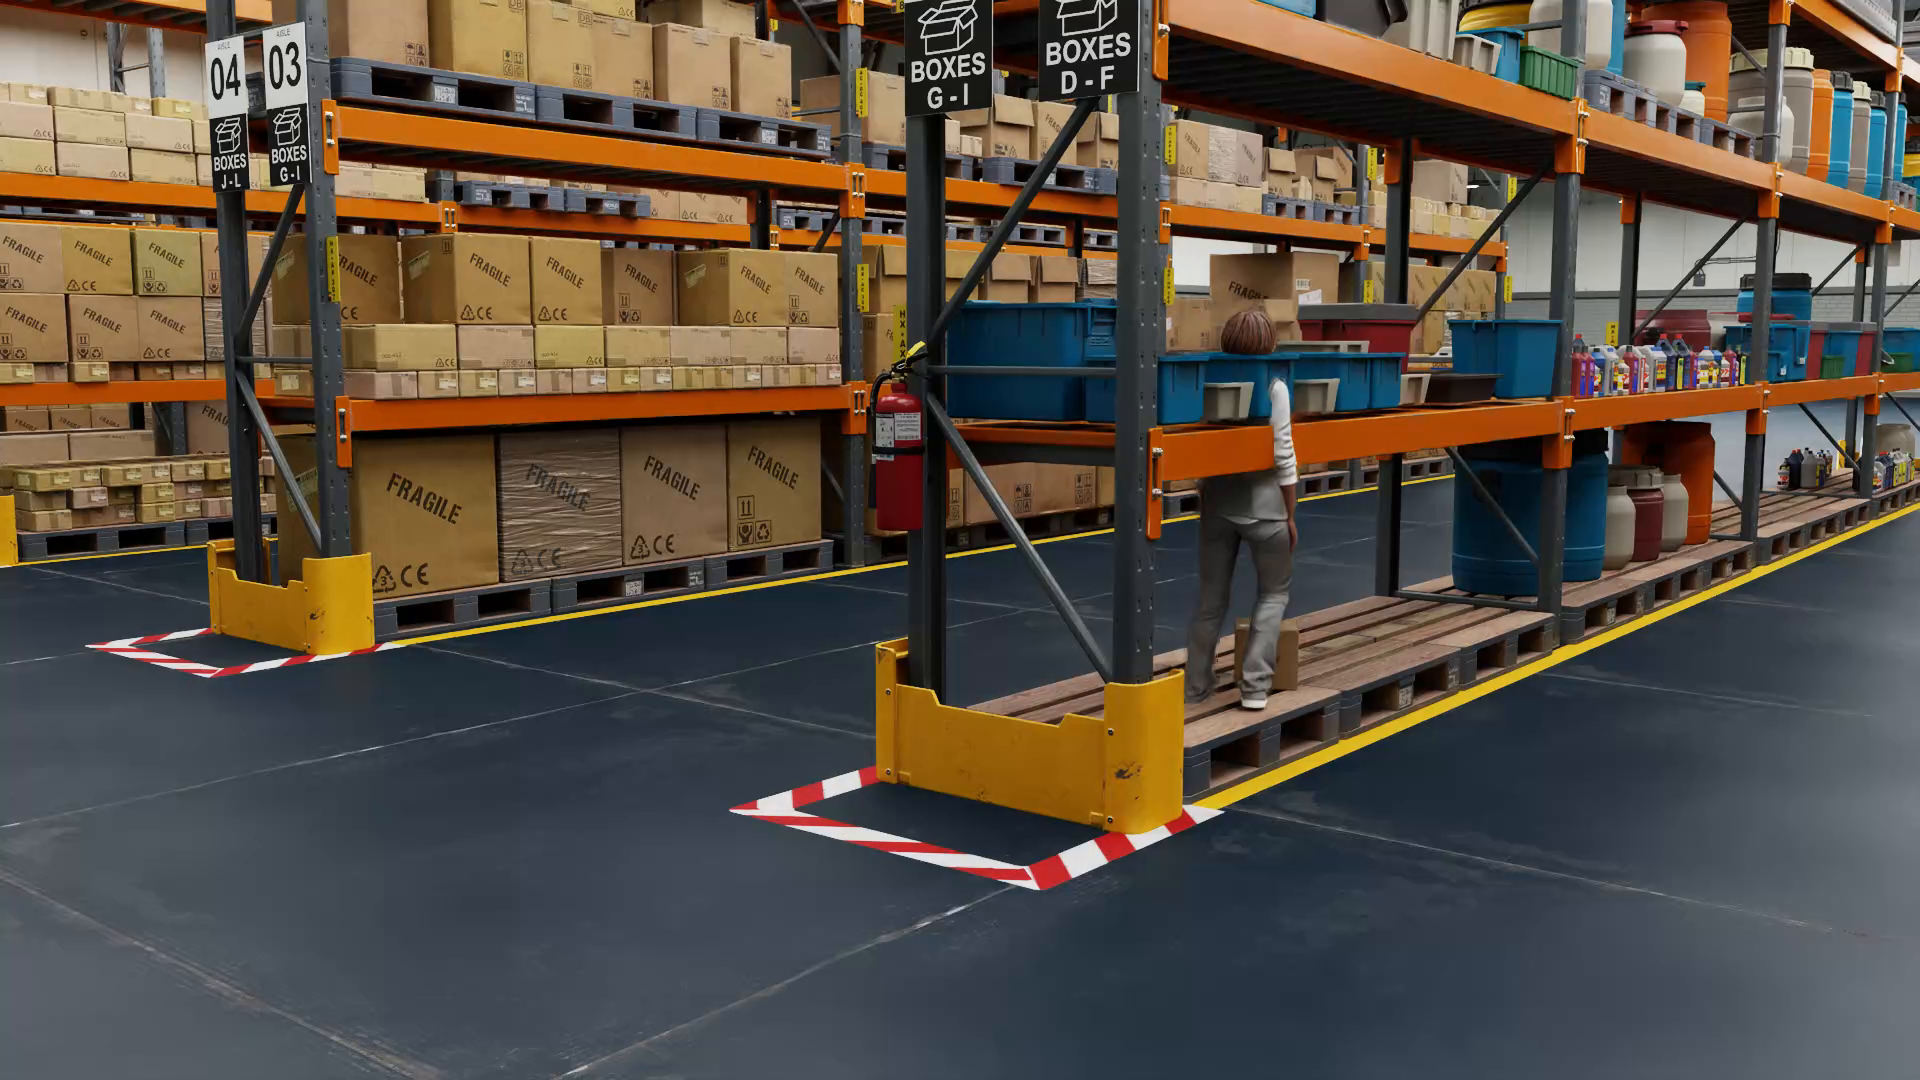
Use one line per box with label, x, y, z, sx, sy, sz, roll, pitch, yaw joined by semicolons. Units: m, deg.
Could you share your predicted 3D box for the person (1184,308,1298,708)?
person;1.102;-0.079;6.409;0.467;1.608;0.362;5;9;38
